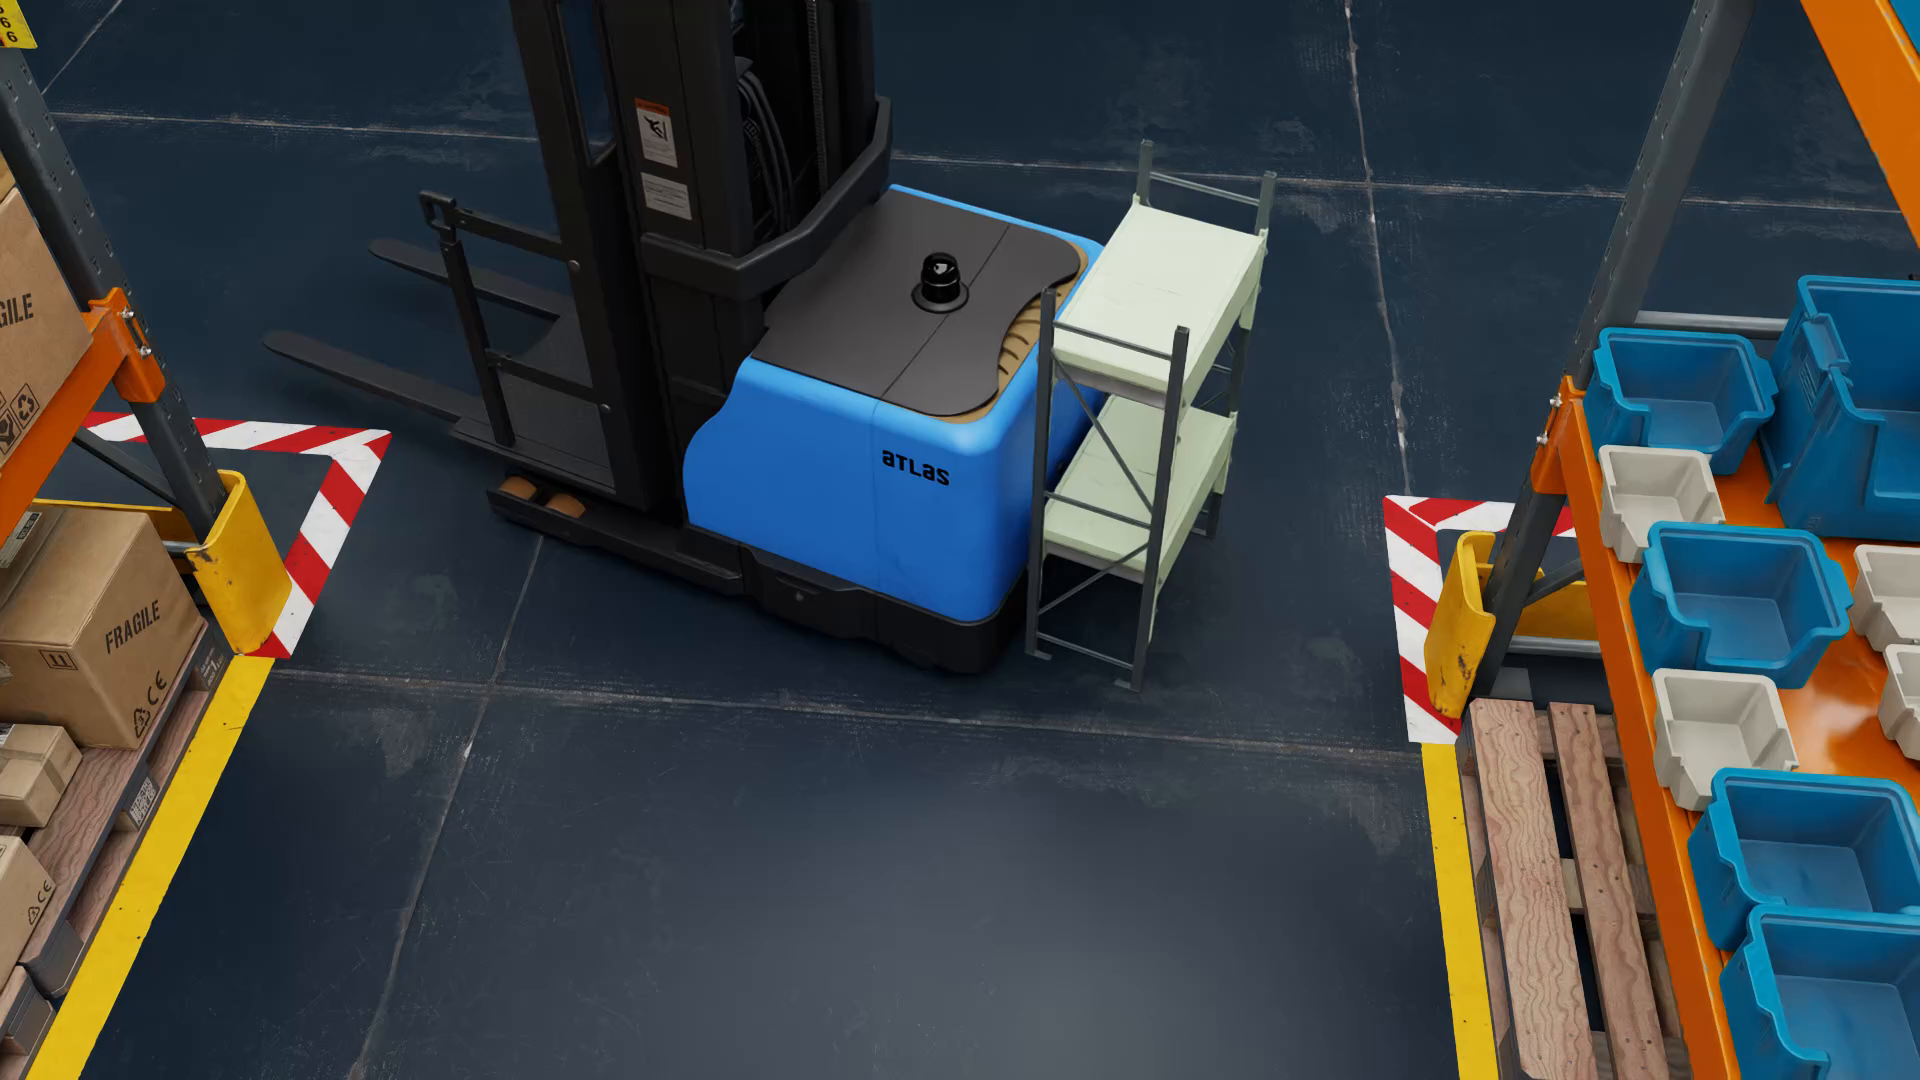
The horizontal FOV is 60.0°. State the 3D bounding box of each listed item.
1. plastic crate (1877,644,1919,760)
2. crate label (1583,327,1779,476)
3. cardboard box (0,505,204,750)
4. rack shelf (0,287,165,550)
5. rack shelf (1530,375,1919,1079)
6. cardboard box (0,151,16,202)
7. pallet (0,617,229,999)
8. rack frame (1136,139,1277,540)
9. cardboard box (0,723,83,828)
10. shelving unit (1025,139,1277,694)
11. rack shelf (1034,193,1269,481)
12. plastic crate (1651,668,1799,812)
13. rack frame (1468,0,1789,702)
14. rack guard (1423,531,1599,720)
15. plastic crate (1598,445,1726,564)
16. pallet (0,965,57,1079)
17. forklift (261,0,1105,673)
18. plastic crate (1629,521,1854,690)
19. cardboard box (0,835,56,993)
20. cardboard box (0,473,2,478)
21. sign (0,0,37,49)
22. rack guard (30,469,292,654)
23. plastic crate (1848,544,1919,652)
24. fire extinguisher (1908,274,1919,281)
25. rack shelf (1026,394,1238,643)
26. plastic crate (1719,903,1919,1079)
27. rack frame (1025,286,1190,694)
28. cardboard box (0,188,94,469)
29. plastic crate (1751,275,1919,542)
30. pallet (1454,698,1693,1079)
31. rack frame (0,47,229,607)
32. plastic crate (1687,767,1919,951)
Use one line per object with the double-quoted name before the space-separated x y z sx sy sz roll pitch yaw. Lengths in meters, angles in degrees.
"plastic crate" 2.162 0.369 3.518 0.396 0.136 0.243 4 48 4
"crate label" 1.747 -0.328 4.090 0.416 0.233 0.303 4 48 4
"cardboard box" -2.640 0.252 4.882 0.500 0.500 0.500 4 48 4
"rack shelf" -3.018 0.853 3.424 1.077 0.370 4.000 4 48 4
"rack shelf" 1.915 1.189 3.117 1.077 0.370 4.000 4 48 4
"cardboard box" -2.602 -0.885 3.781 0.500 0.500 0.500 3 48 3
"pallet" -2.914 0.724 4.945 1.003 0.211 1.213 4 48 4
"rack frame" 0.703 -0.575 5.259 0.400 1.500 0.023 19 50 16
"cardboard box" -2.766 0.656 4.739 0.380 0.166 0.250 4 48 4
"shelving unit" 0.550 -0.329 5.035 0.431 1.500 0.755 19 50 16
"rack shelf" 0.550 -0.593 4.747 0.431 0.370 0.720 19 50 16
"plastic crate" 1.573 0.434 3.459 0.250 0.136 0.298 4 48 4
"rack frame" 2.097 -0.523 4.196 1.000 3.000 0.127 4 48 4
"rack guard" 2.086 0.302 5.135 1.175 0.500 0.348 4 48 4
"plastic crate" 1.635 -0.065 3.915 0.250 0.136 0.298 4 48 4
"pallet" -3.028 1.618 4.127 1.003 0.211 1.213 4 48 4
"forklift" -1.067 -1.319 4.970 3.031 2.935 1.130 19 50 17
"plastic crate" 1.687 0.156 3.647 0.416 0.233 0.300 4 48 4
"cardboard box" -2.756 1.033 4.338 0.500 0.250 0.500 4 48 4
"cardboard box" -2.649 -0.164 3.799 0.500 0.500 0.500 4 48 4
"sign" -2.285 -1.304 3.911 0.100 0.325 0.005 4 48 4
"rack guard" -2.842 0.040 5.374 1.175 0.500 0.348 4 48 4
"plastic crate" 2.203 0.157 3.712 0.396 0.136 0.243 4 48 4
"fire extinguisher" 2.563 -0.451 4.435 0.296 0.674 0.183 4 48 4
"rack shelf" 0.550 -0.109 5.275 0.431 0.370 0.720 19 50 16
"plastic crate" 1.599 0.861 3.003 0.416 0.233 0.300 4 48 4
"rack frame" 0.397 -0.084 4.810 0.400 1.500 0.023 19 50 16
"cardboard box" -2.605 -0.545 4.148 0.500 0.500 0.500 5 48 5
"plastic crate" 2.252 -0.297 3.924 0.616 0.435 0.499 4 48 4
"pallet" 1.983 1.021 4.673 1.003 0.211 1.213 4 48 4
"rack frame" -2.835 -0.859 4.503 1.000 3.000 0.127 4 48 4
"plastic crate" 1.627 0.640 3.205 0.416 0.233 0.300 4 48 4
